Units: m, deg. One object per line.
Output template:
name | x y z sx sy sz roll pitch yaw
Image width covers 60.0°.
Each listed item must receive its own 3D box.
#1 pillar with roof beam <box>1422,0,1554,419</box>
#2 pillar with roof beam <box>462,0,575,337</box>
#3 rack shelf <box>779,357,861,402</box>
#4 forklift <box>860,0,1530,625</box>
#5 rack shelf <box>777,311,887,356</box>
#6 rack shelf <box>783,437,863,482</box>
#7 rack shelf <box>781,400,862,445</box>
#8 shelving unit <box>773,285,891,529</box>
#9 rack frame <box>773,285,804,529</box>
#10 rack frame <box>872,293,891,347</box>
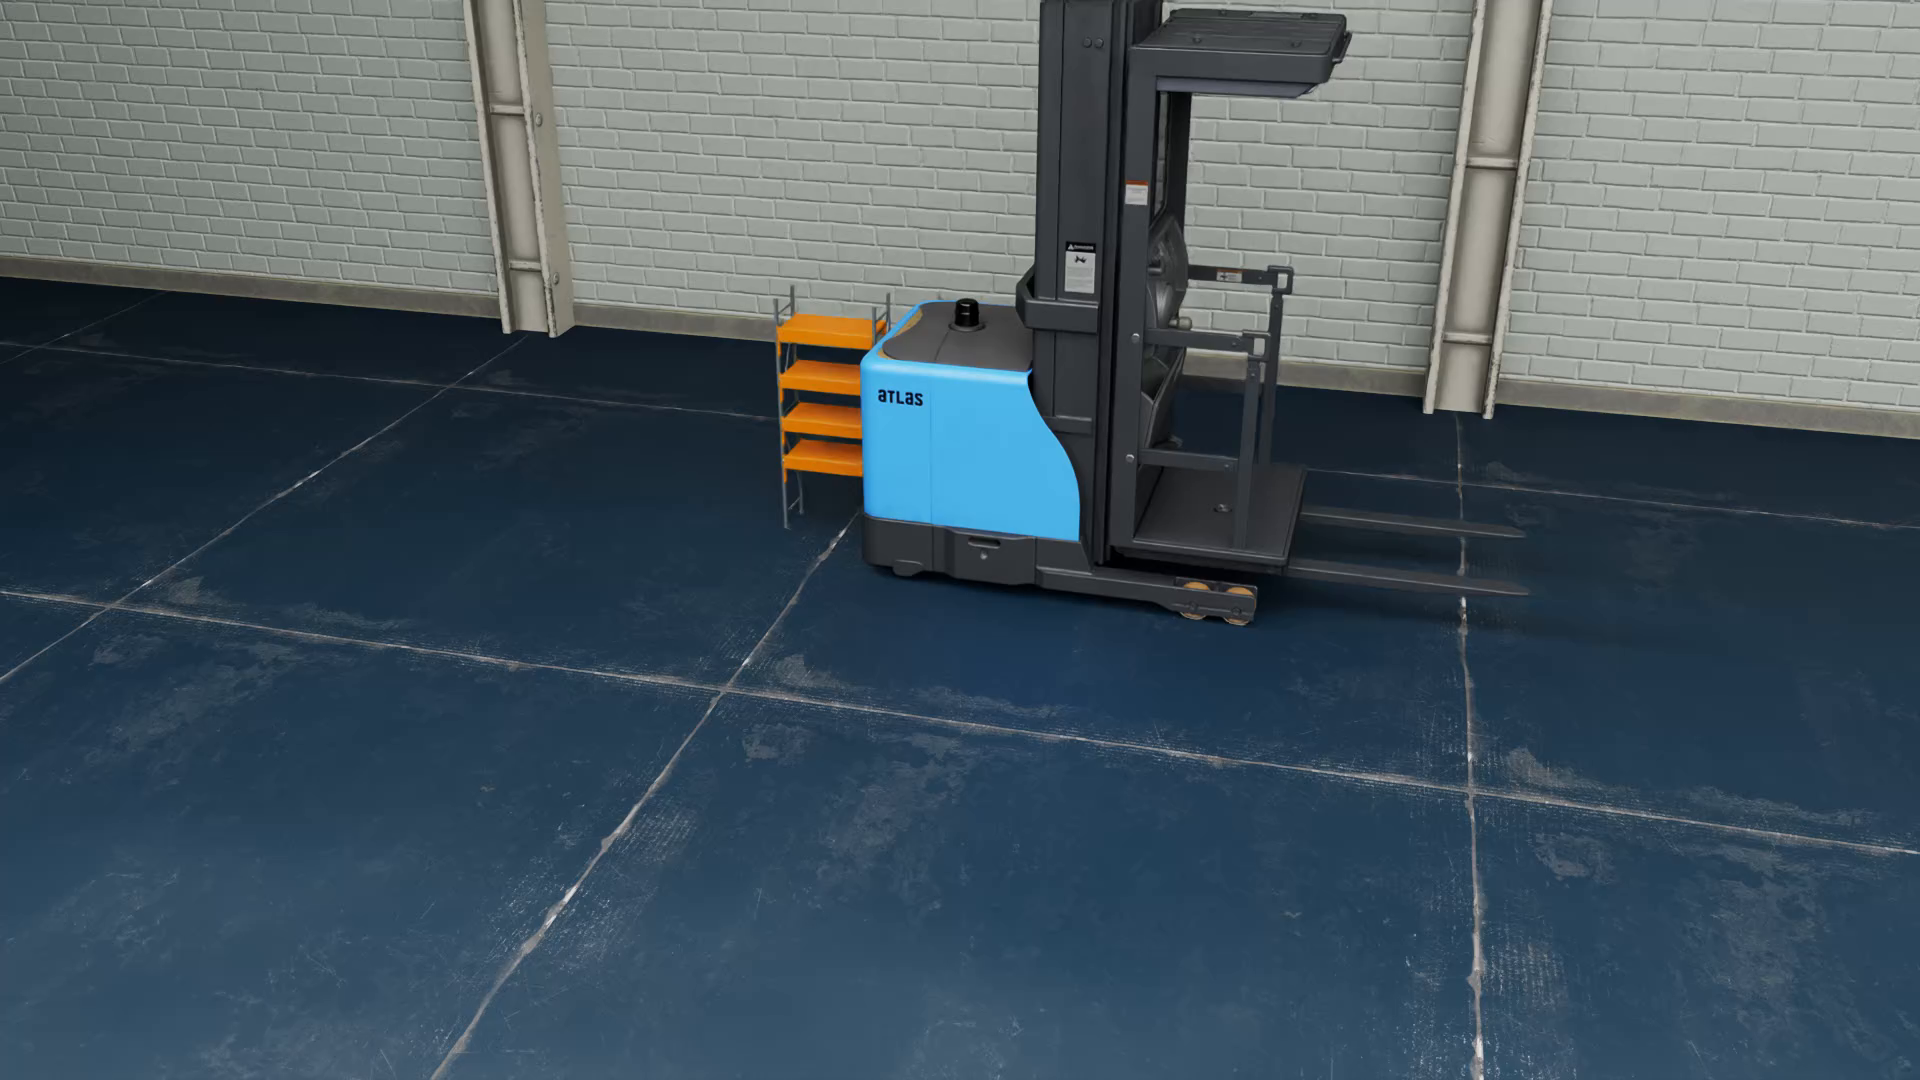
pillar with roof beam | 1.893 -3.064 4.217 0.400 9.000 9.100 6 26 13
pillar with roof beam | -3.918 -3.706 5.567 0.400 9.000 9.100 6 26 13
rack shelf | -0.608 -0.758 8.083 0.480 0.148 0.258 7 26 14
forklift | 1.109 -1.197 7.354 3.031 2.935 1.130 7 26 14
rack shelf | -0.608 -0.972 7.982 0.480 0.148 0.258 7 26 14
rack shelf | -0.608 -0.377 8.265 0.480 0.148 0.258 7 26 14
rack shelf | -0.608 -0.556 8.179 0.480 0.148 0.258 7 26 14
shelving unit | -0.608 -0.617 8.151 0.503 1.200 0.258 7 26 14
rack frame | -0.843 -0.645 8.209 0.015 1.200 0.240 7 26 14
rack frame | -0.373 -0.589 8.092 0.015 1.200 0.240 7 26 14
